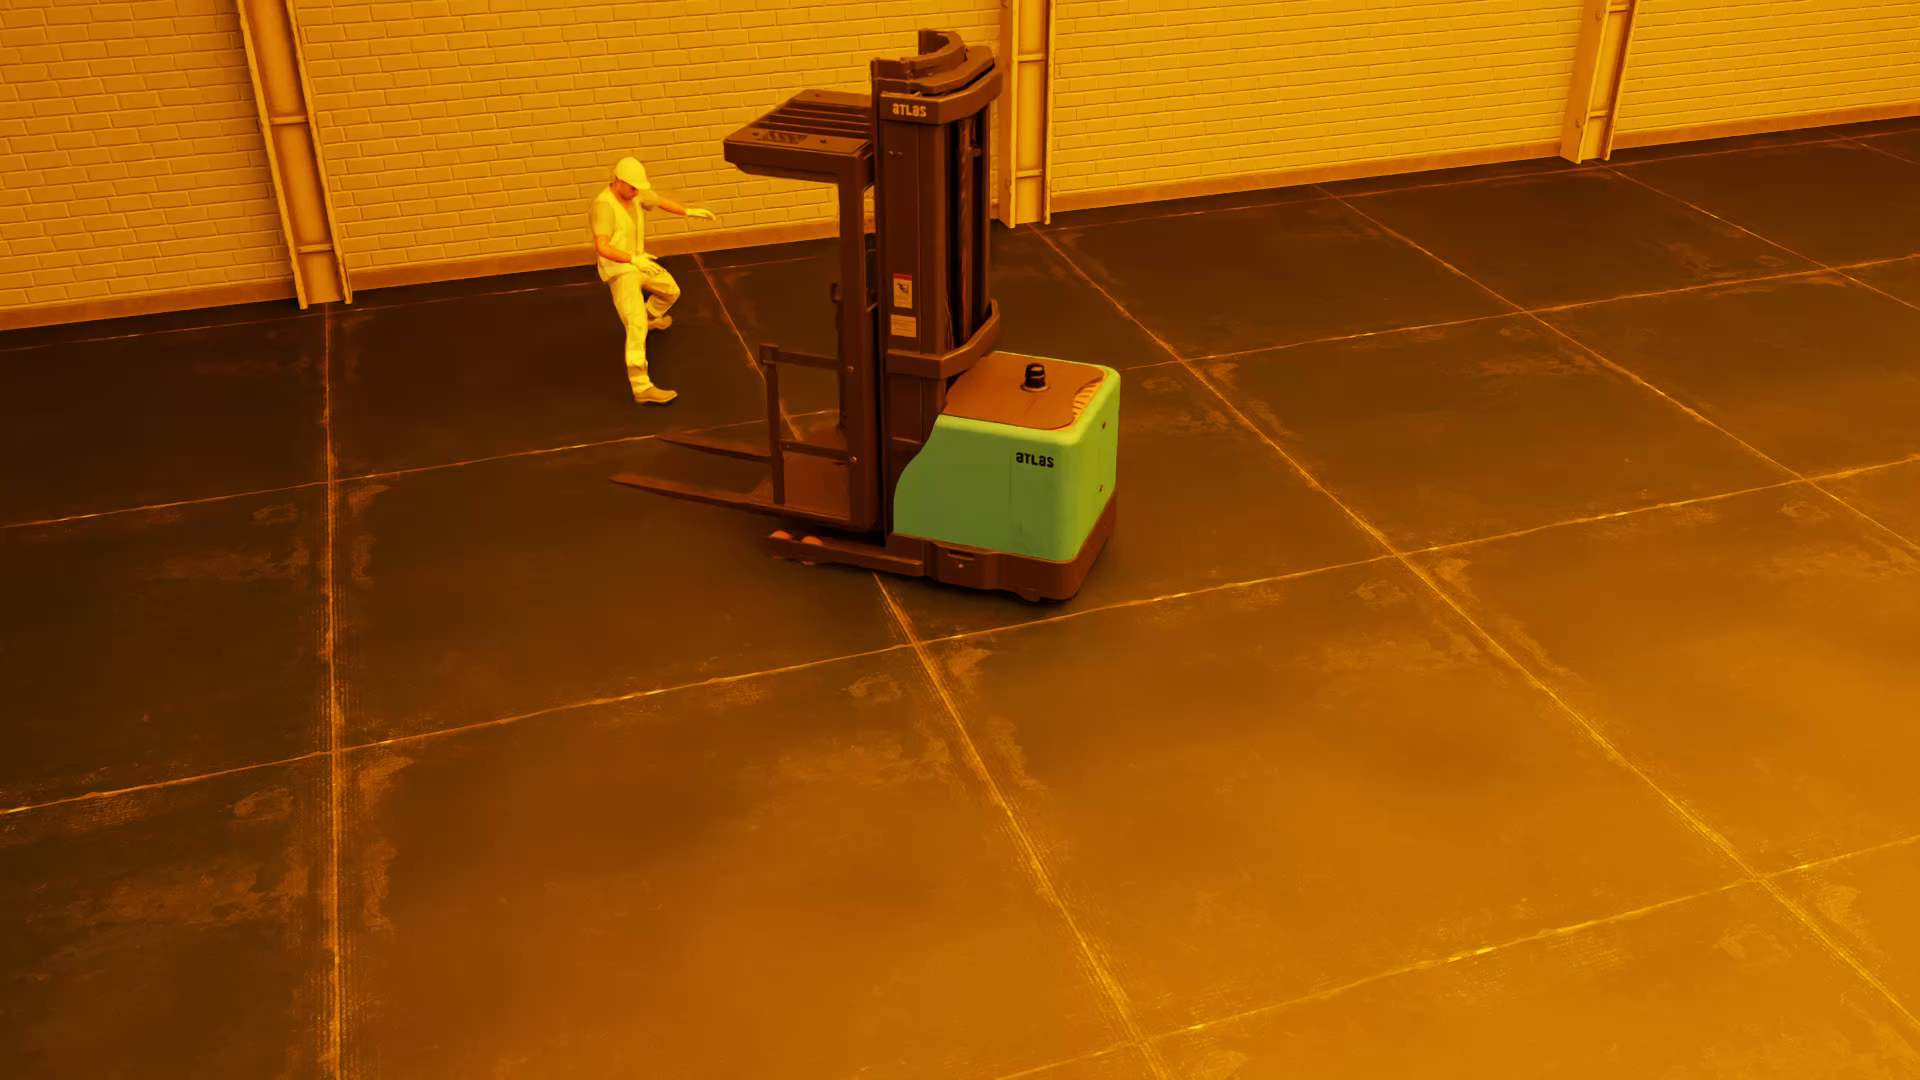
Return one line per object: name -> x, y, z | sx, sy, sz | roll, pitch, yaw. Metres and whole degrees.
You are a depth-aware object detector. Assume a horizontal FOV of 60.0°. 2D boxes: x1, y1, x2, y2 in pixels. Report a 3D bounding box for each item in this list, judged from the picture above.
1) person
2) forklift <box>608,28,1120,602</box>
person -> -2.209, -1.976, 11.884 | 0.849, 1.569, 1.318 | 11, 32, 18
forklift -> -0.634, -1.359, 9.448 | 3.031, 2.935, 1.130 | 10, 31, 17
